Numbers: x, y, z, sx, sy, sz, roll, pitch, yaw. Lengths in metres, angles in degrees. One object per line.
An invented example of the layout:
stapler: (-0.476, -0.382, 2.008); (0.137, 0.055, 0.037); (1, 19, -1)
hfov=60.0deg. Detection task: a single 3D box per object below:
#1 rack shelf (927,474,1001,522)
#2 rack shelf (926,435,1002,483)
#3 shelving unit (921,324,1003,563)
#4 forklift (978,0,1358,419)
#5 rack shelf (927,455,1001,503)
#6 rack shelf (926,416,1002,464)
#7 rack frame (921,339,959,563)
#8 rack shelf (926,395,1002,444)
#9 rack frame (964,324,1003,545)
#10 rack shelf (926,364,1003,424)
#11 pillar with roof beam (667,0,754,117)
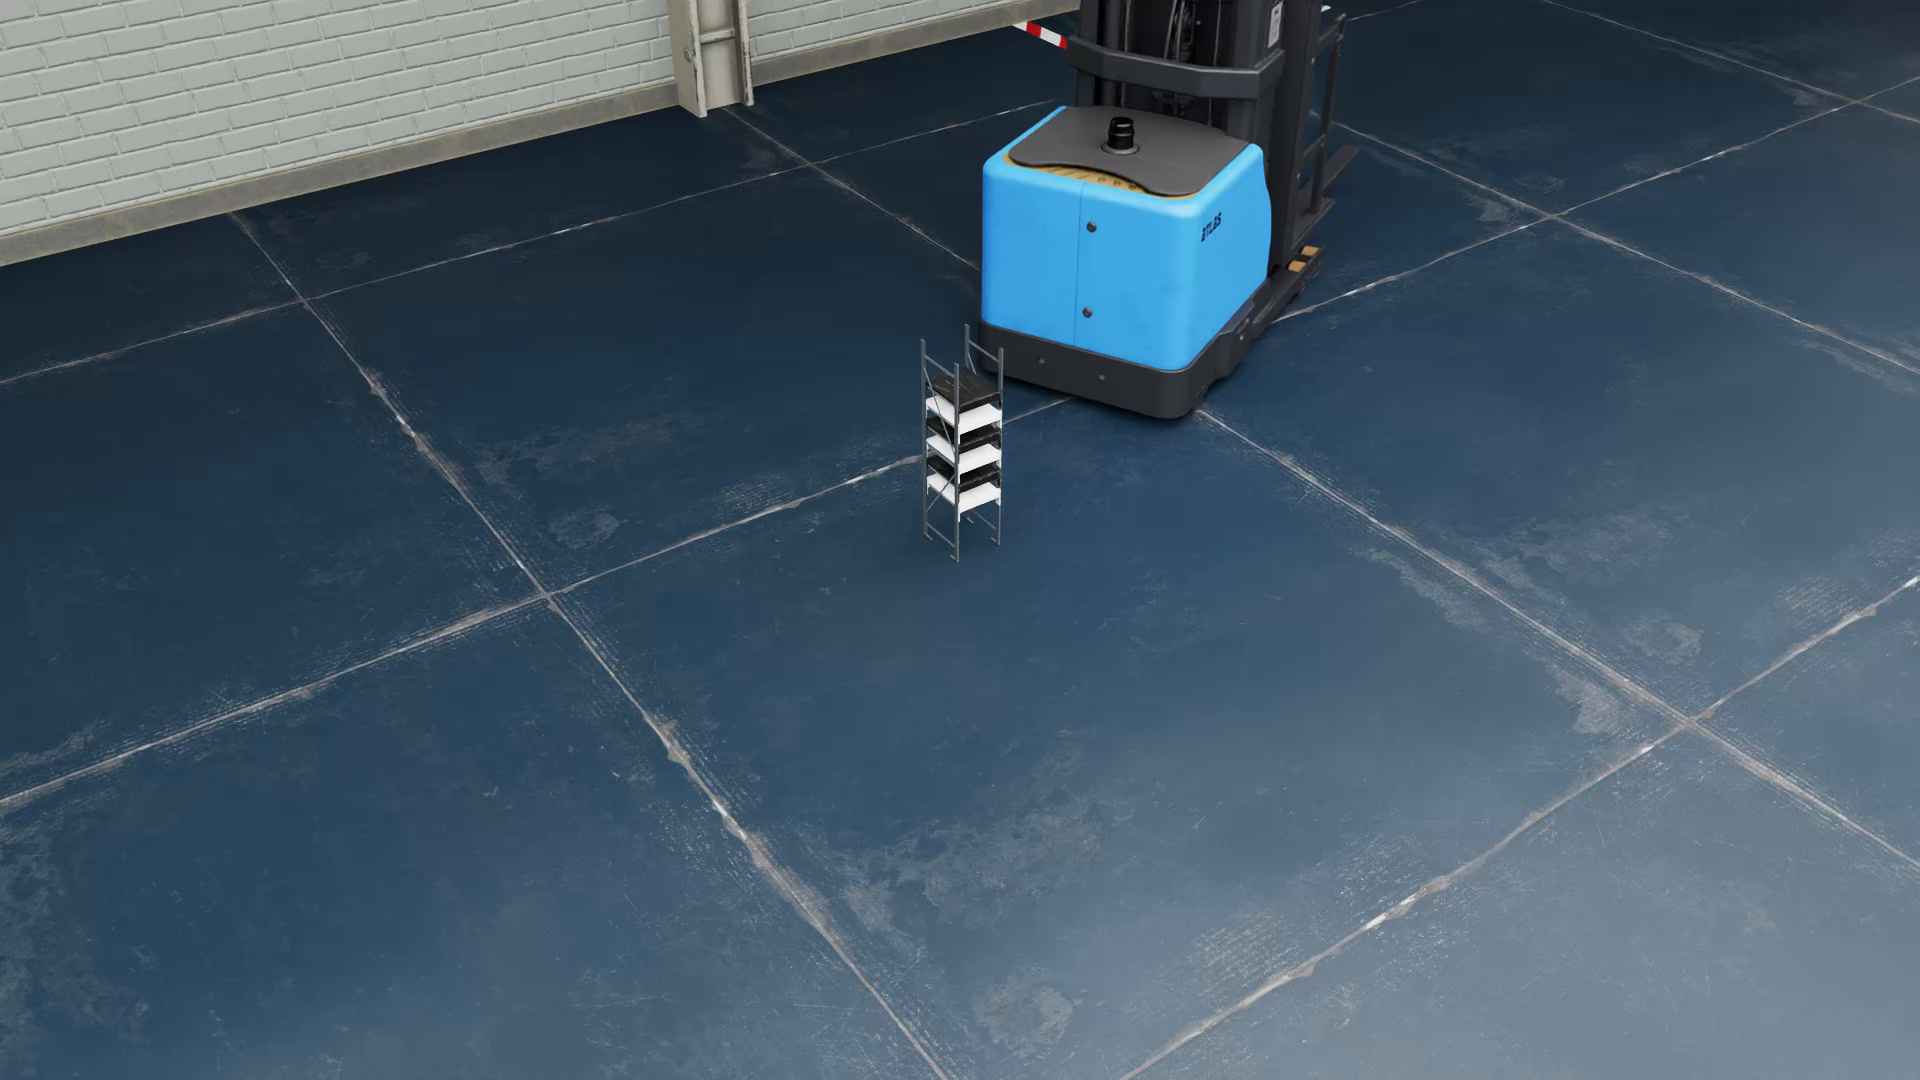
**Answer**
rack shelf: (0.007, -0.195, 6.616); (0.200, 0.077, 0.258); (-22, 41, -28)
rack shelf: (0.007, -0.341, 6.510); (0.200, 0.077, 0.258); (-22, 41, -28)
shelving unit: (0.007, -0.368, 6.491); (0.210, 0.900, 0.258); (-22, 41, -28)
forklift: (1.239, -2.567, 7.809); (1.130, 2.935, 3.031); (18, 39, 23)
rack shelf: (0.007, -0.268, 6.563); (0.200, 0.077, 0.258); (-22, 41, -28)
rack shelf: (0.007, -0.414, 6.458); (0.200, 0.077, 0.258); (-22, 41, -28)
rack frame: (-0.076, -0.334, 6.443); (0.006, 0.900, 0.240); (-22, 41, -28)
rack shelf: (0.007, -0.487, 6.405); (0.200, 0.077, 0.258); (-22, 41, -28)
rack frame: (0.090, -0.402, 6.539); (0.006, 0.900, 0.240); (-22, 41, -28)
rack shelf: (0.007, -0.560, 6.353); (0.200, 0.077, 0.258); (-22, 41, -28)
pillar with roof beam: (0.918, -4.389, 5.145); (0.400, 9.000, 9.100); (-22, 41, -28)
